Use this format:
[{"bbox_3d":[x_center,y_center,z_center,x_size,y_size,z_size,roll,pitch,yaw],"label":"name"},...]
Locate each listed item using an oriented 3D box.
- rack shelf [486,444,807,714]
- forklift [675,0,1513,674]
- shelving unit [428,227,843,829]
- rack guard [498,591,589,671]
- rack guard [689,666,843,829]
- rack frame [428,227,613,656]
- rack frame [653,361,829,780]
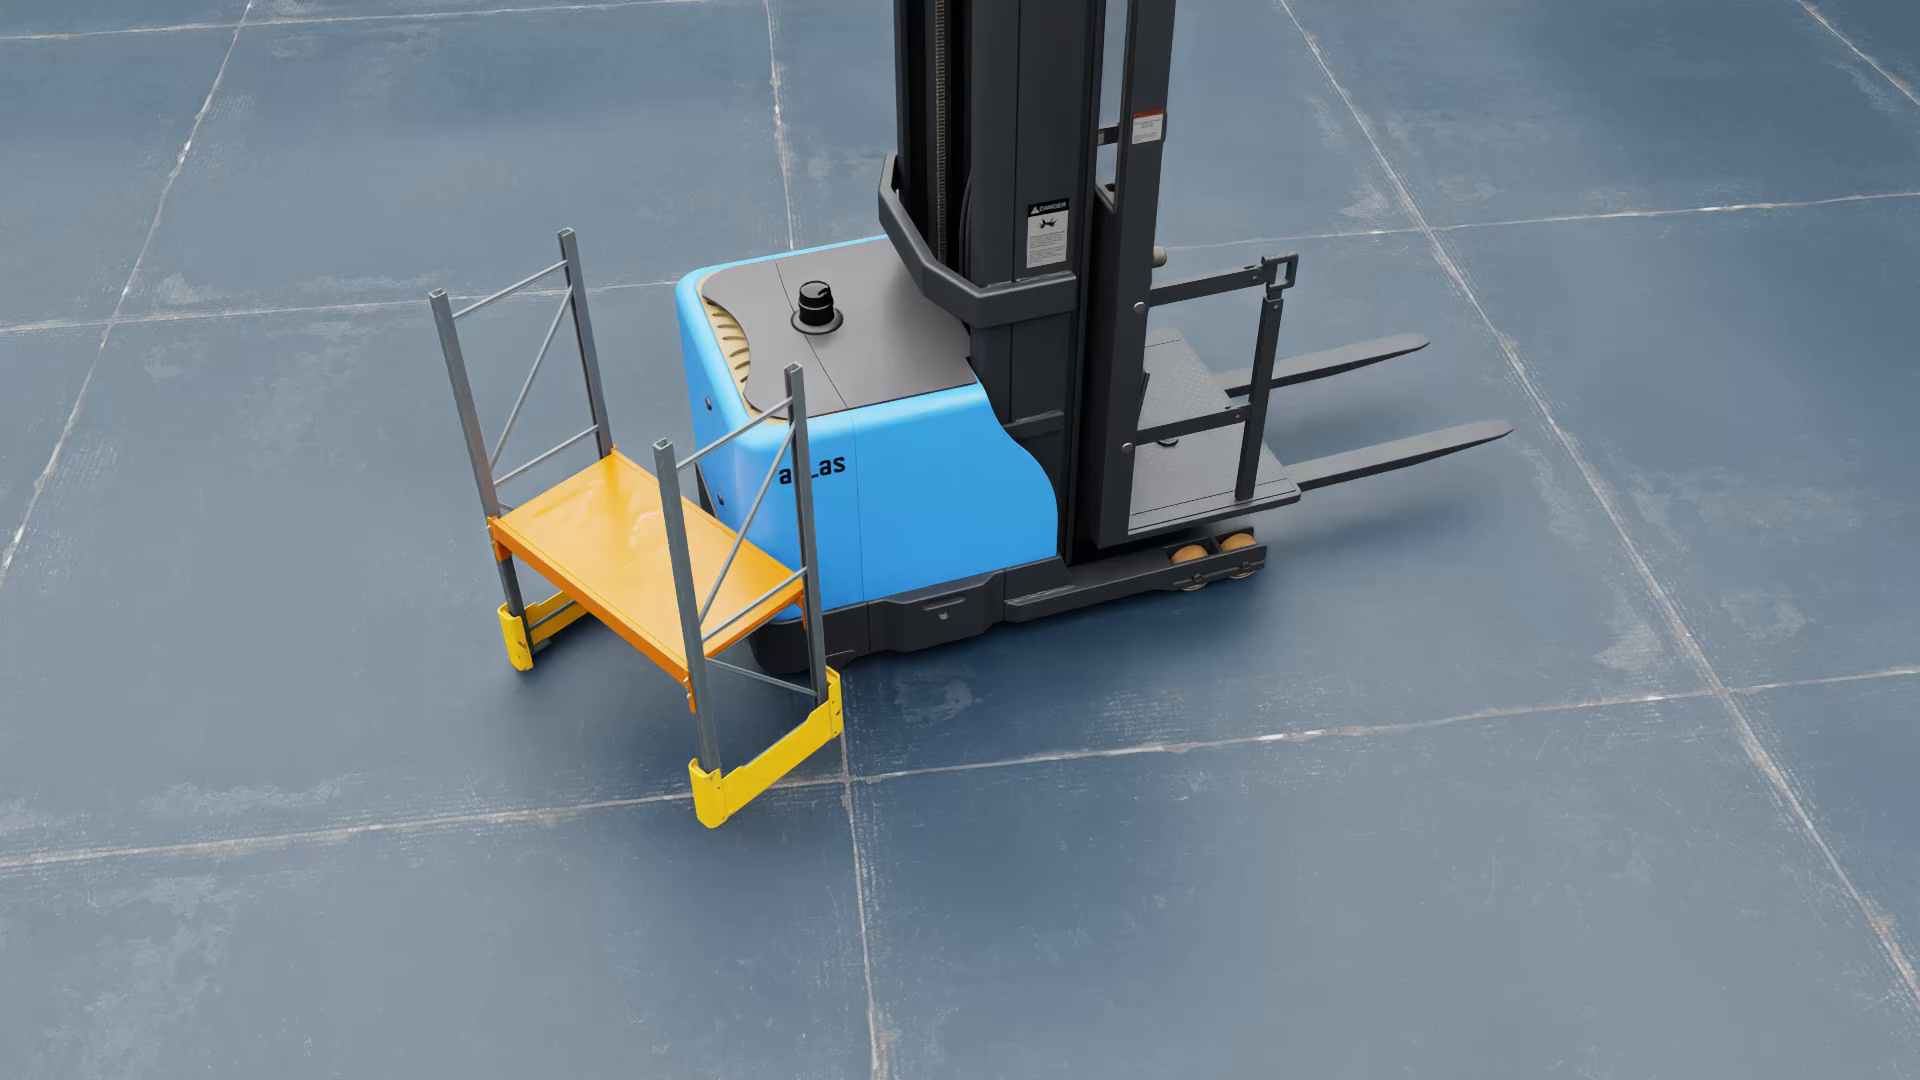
[{"bbox_3d":[-0.982,0.098,5.291,1.000,0.185,0.538,32,51,30],"label":"rack shelf"},{"bbox_3d":[0.591,-1.226,5.421,3.031,2.935,1.130,-13,44,-14],"label":"forklift"},{"bbox_3d":[-0.975,-0.032,5.165,1.083,1.500,0.587,32,51,30],"label":"shelving unit"},{"bbox_3d":[-1.339,0.204,5.837,0.087,0.250,0.587,32,51,30],"label":"rack guard"},{"bbox_3d":[-0.611,0.660,5.332,0.087,0.250,0.587,32,51,30],"label":"rack guard"},{"bbox_3d":[-1.353,-0.269,5.428,0.032,1.500,0.500,32,51,30],"label":"rack frame"},{"bbox_3d":[-0.611,0.197,4.912,0.032,1.500,0.500,32,51,30],"label":"rack frame"}]
